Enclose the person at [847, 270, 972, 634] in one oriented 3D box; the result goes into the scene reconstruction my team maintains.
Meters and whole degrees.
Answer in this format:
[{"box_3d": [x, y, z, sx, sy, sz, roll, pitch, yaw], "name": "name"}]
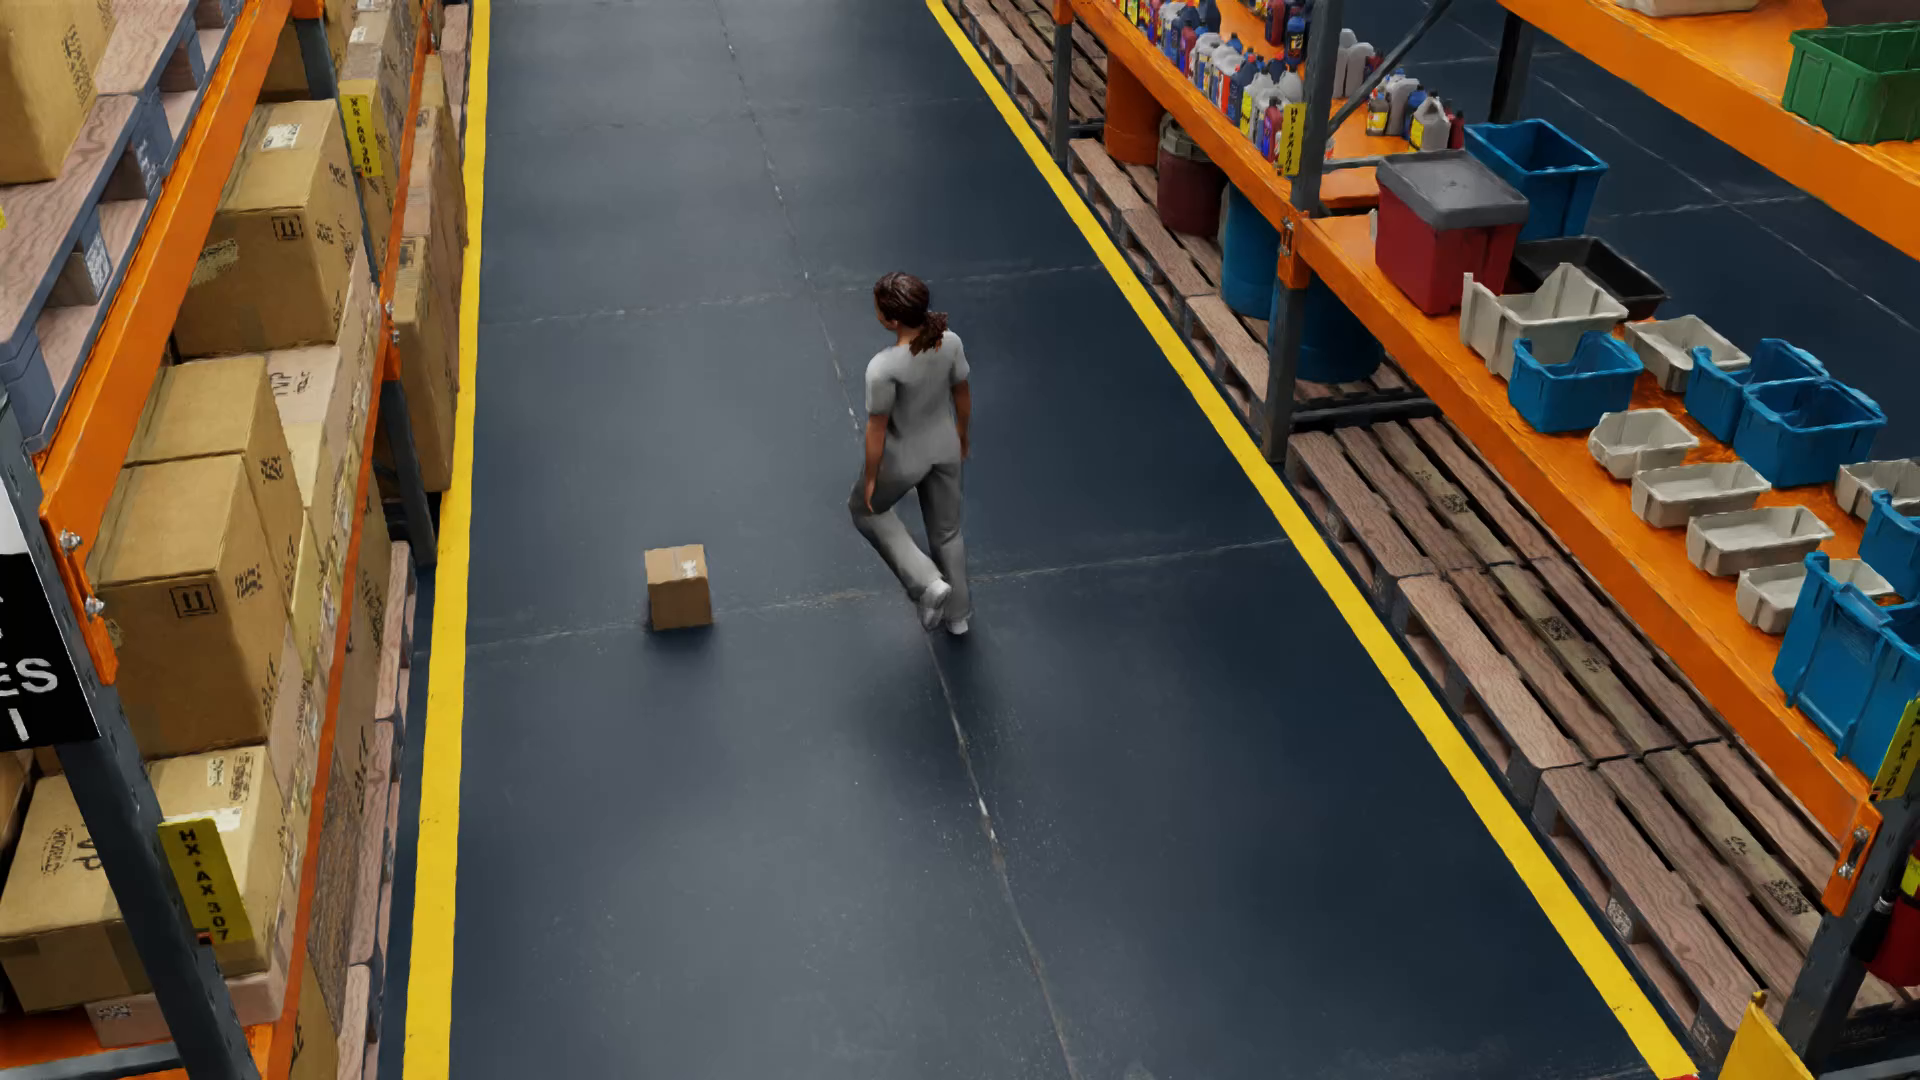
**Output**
[{"box_3d": [-0.184, -0.338, 6.604, 0.533, 1.658, 0.472, -19, 39, -26], "name": "person"}]
